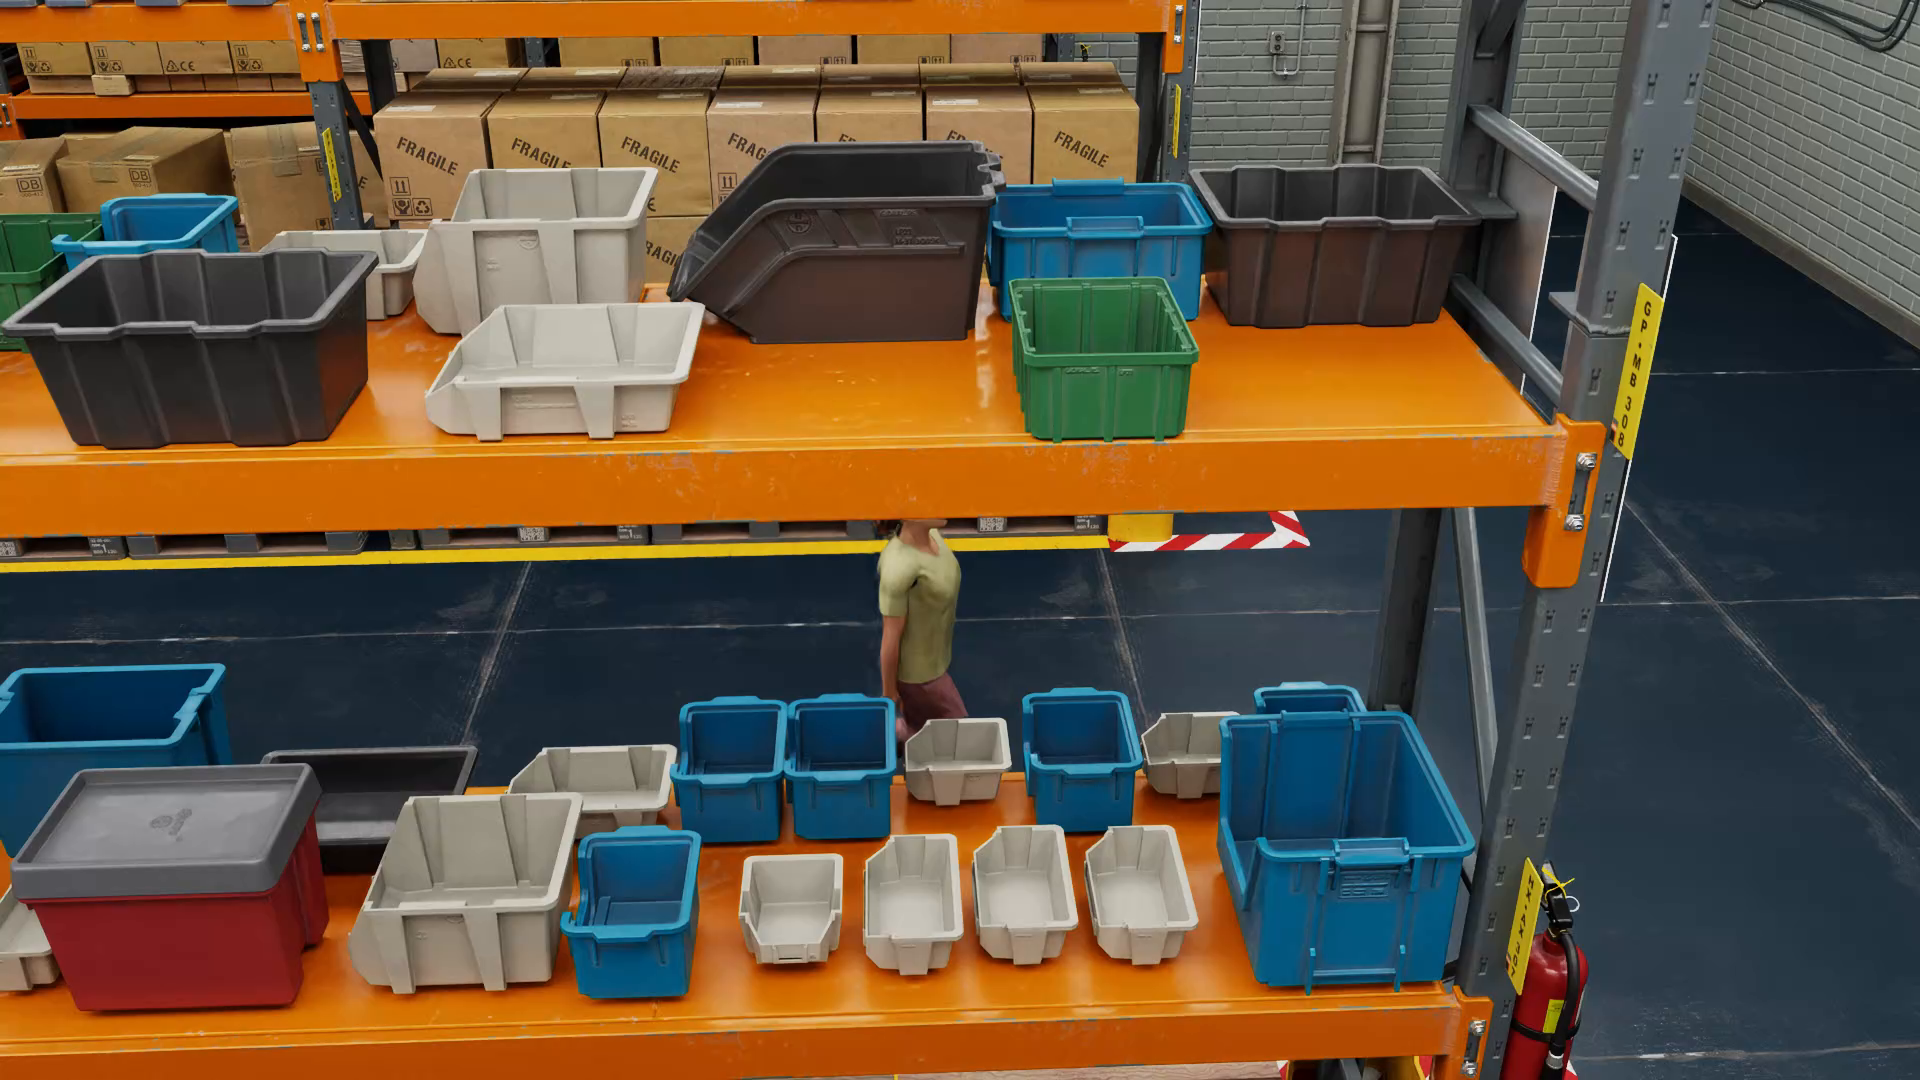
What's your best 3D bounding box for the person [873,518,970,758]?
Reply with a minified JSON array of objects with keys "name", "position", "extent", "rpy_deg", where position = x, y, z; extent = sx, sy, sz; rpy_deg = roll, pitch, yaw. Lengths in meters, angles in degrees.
[{"name":"person","position":[-0.211,0.450,6.265],"extent":[0.862,1.628,0.463],"rpy_deg":[5,28,9]}]
